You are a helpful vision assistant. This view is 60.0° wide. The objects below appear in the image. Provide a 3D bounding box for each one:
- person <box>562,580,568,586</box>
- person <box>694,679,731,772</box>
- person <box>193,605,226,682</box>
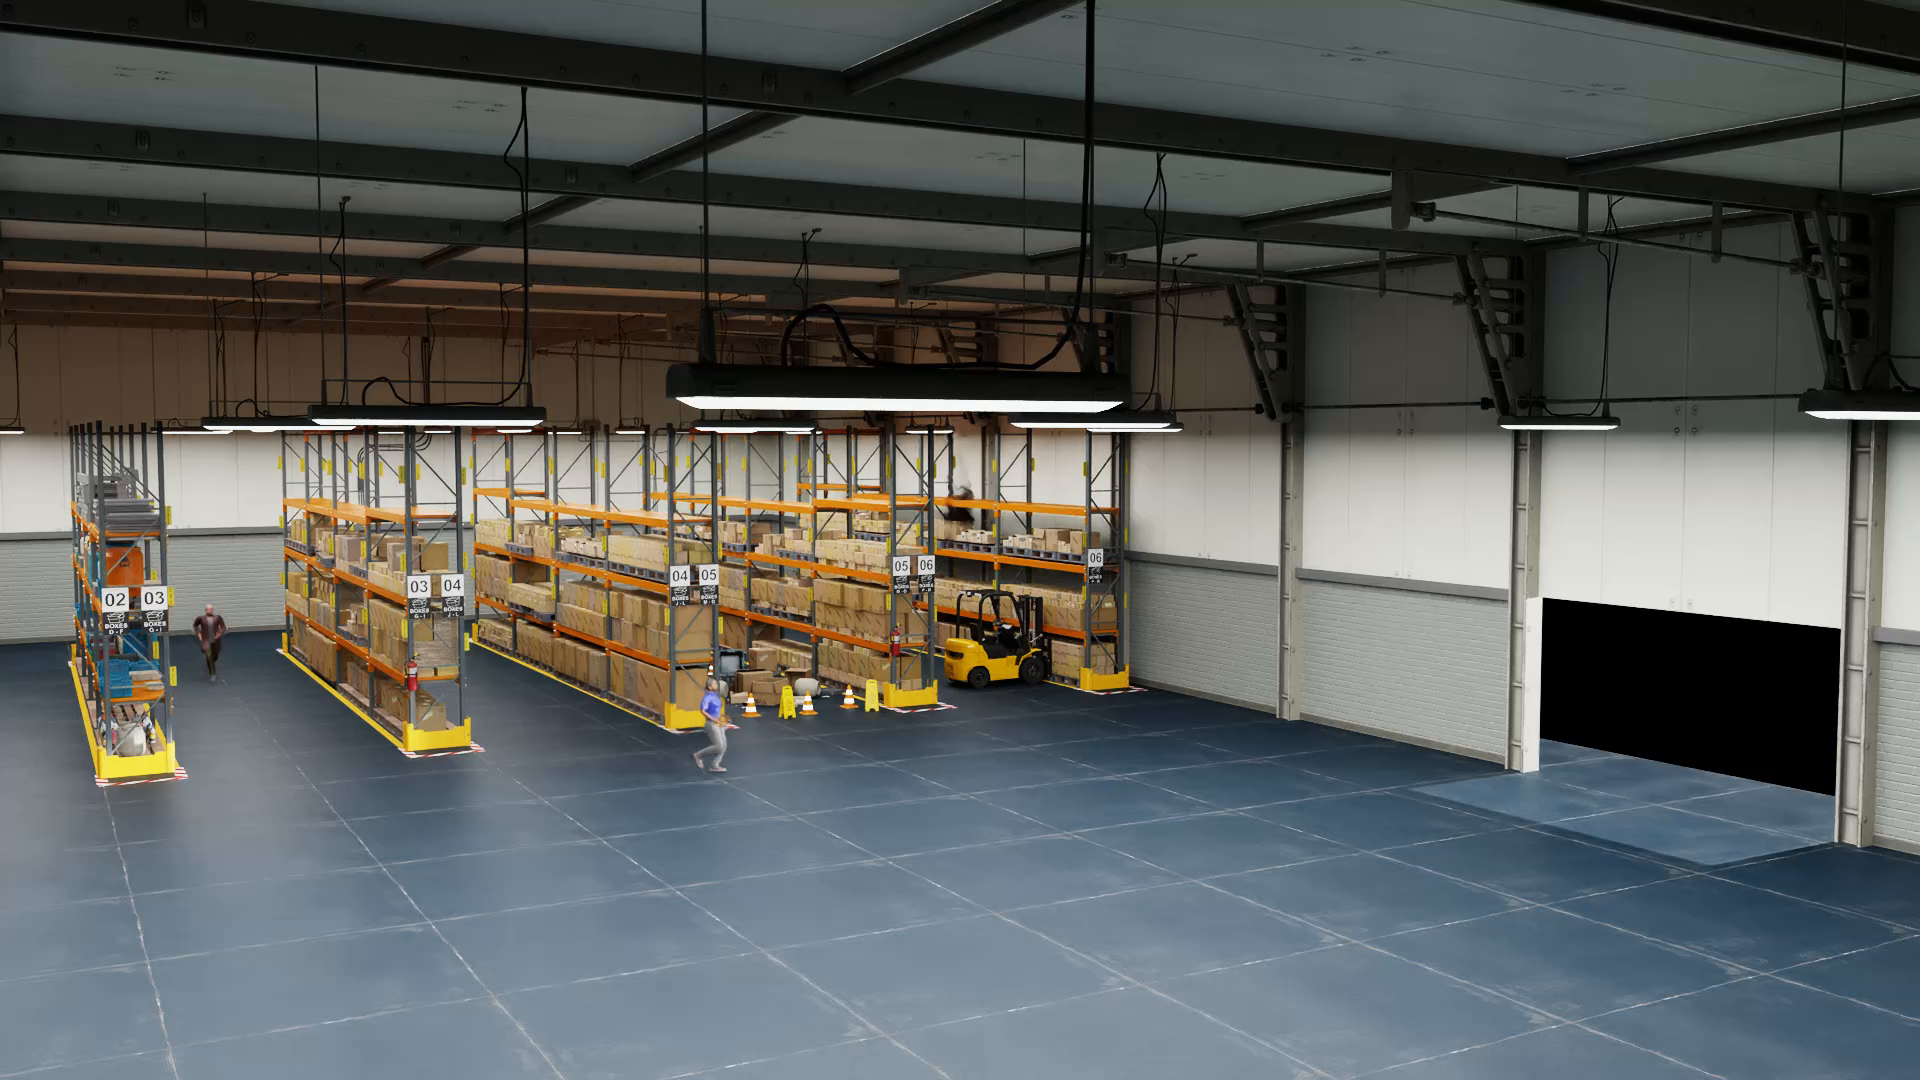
[{"bbox_3d":[-11.086,1.980,46.842,0.705,1.720,0.585,-2,4,-29],"label":"person"},{"bbox_3d":[-4.237,3.167,28.399,0.584,1.590,0.573,0,4,7],"label":"person"},{"bbox_3d":[-17.779,2.422,39.464,0.677,1.781,1.196,-3,5,-39],"label":"person"}]
